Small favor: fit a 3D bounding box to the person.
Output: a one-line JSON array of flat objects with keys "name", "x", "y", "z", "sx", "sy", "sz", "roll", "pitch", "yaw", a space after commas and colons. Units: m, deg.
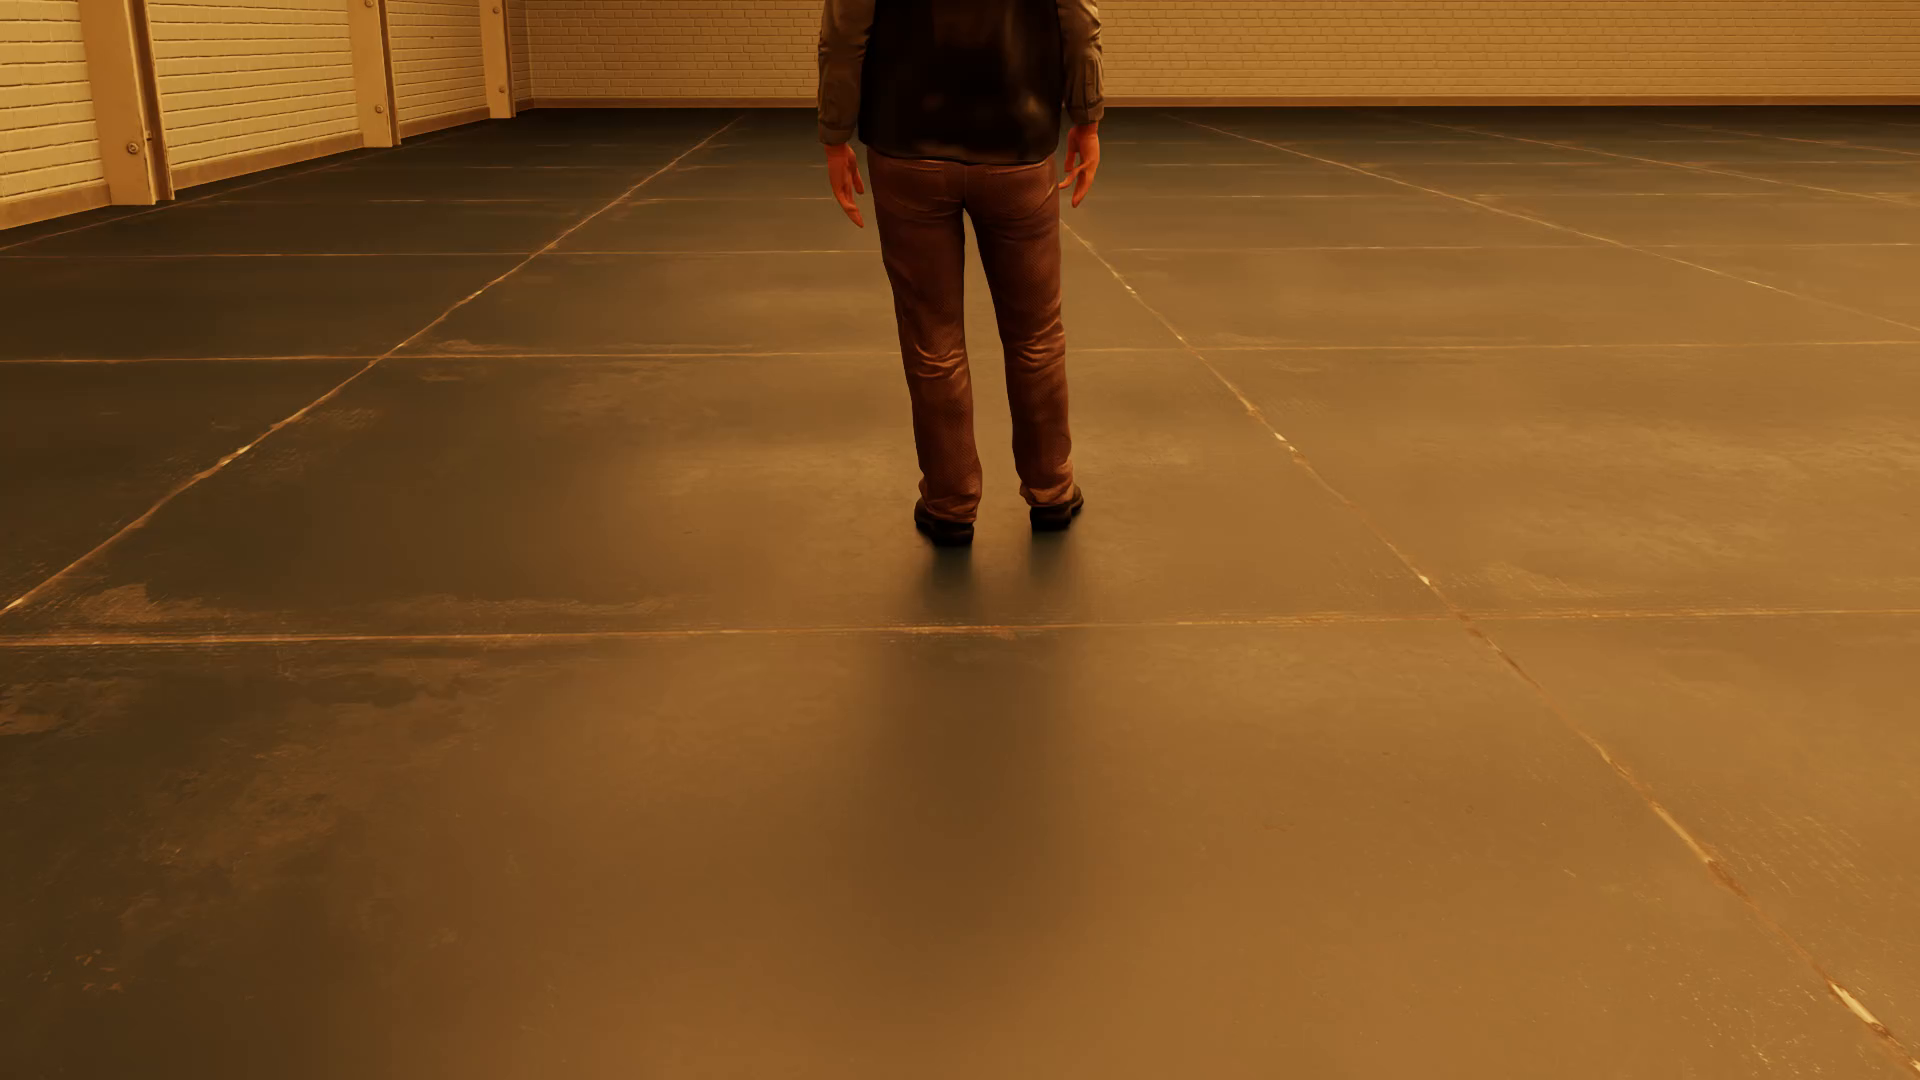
[{"name": "person", "x": 0.004, "y": -0.849, "z": 3.725, "sx": 0.634, "sy": 1.722, "sz": 0.566, "roll": -1, "pitch": 17, "yaw": -3}]
